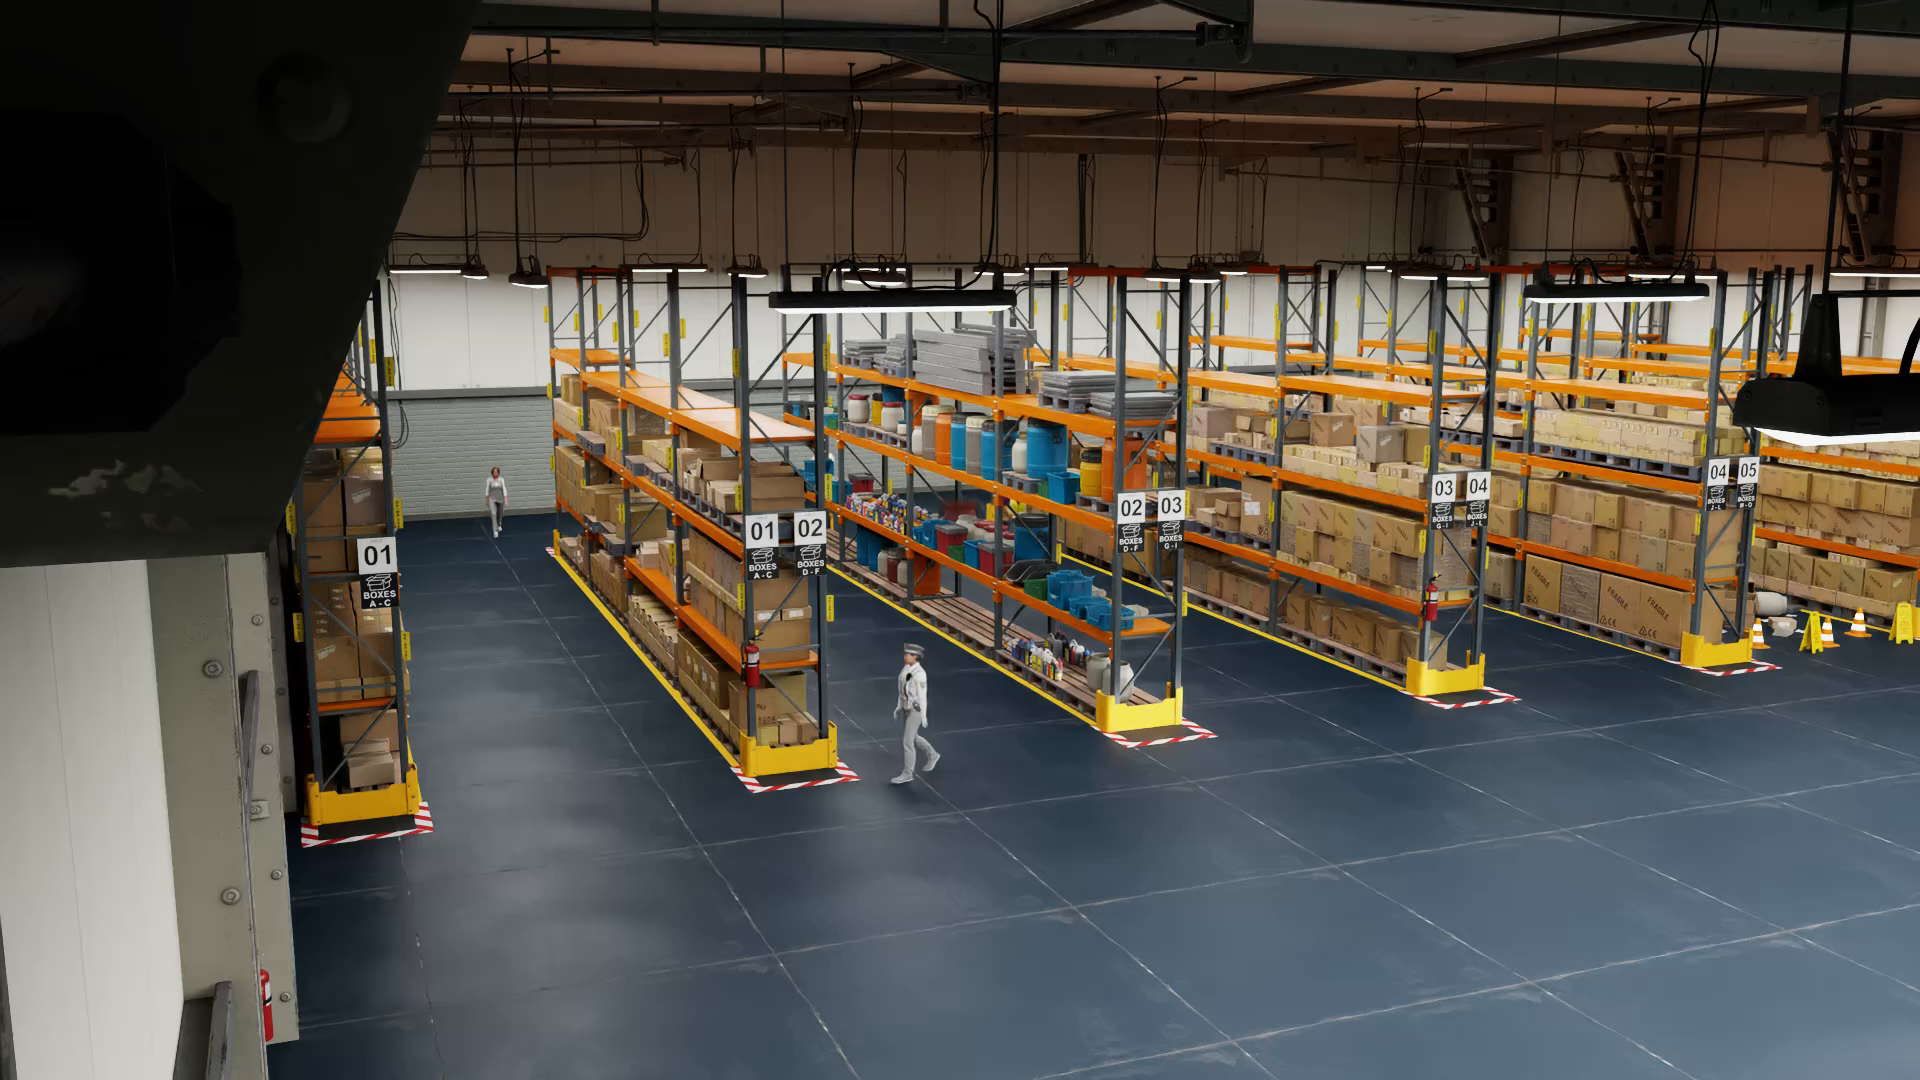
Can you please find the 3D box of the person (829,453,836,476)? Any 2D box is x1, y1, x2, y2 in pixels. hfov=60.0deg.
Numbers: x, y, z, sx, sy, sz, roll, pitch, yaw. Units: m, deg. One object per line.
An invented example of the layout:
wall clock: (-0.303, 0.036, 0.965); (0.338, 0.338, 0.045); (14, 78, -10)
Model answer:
person: (-3.303, -1.523, 40.369); (0.541, 1.704, 0.971); (-5, 11, -24)

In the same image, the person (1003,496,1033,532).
person: (1.197, -0.473, 34.572); (0.742, 1.659, 0.722); (-2, 10, -10)

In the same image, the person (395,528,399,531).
person: (-13.199, -0.960, 37.420); (1.051, 1.621, 0.433); (-2, 10, -11)

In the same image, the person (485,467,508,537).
person: (-10.348, -0.883, 37.105); (0.457, 1.522, 1.024); (-4, 11, -21)

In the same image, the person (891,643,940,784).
person: (-0.544, 2.051, 20.054); (0.724, 1.667, 0.464); (-4, 11, -24)
